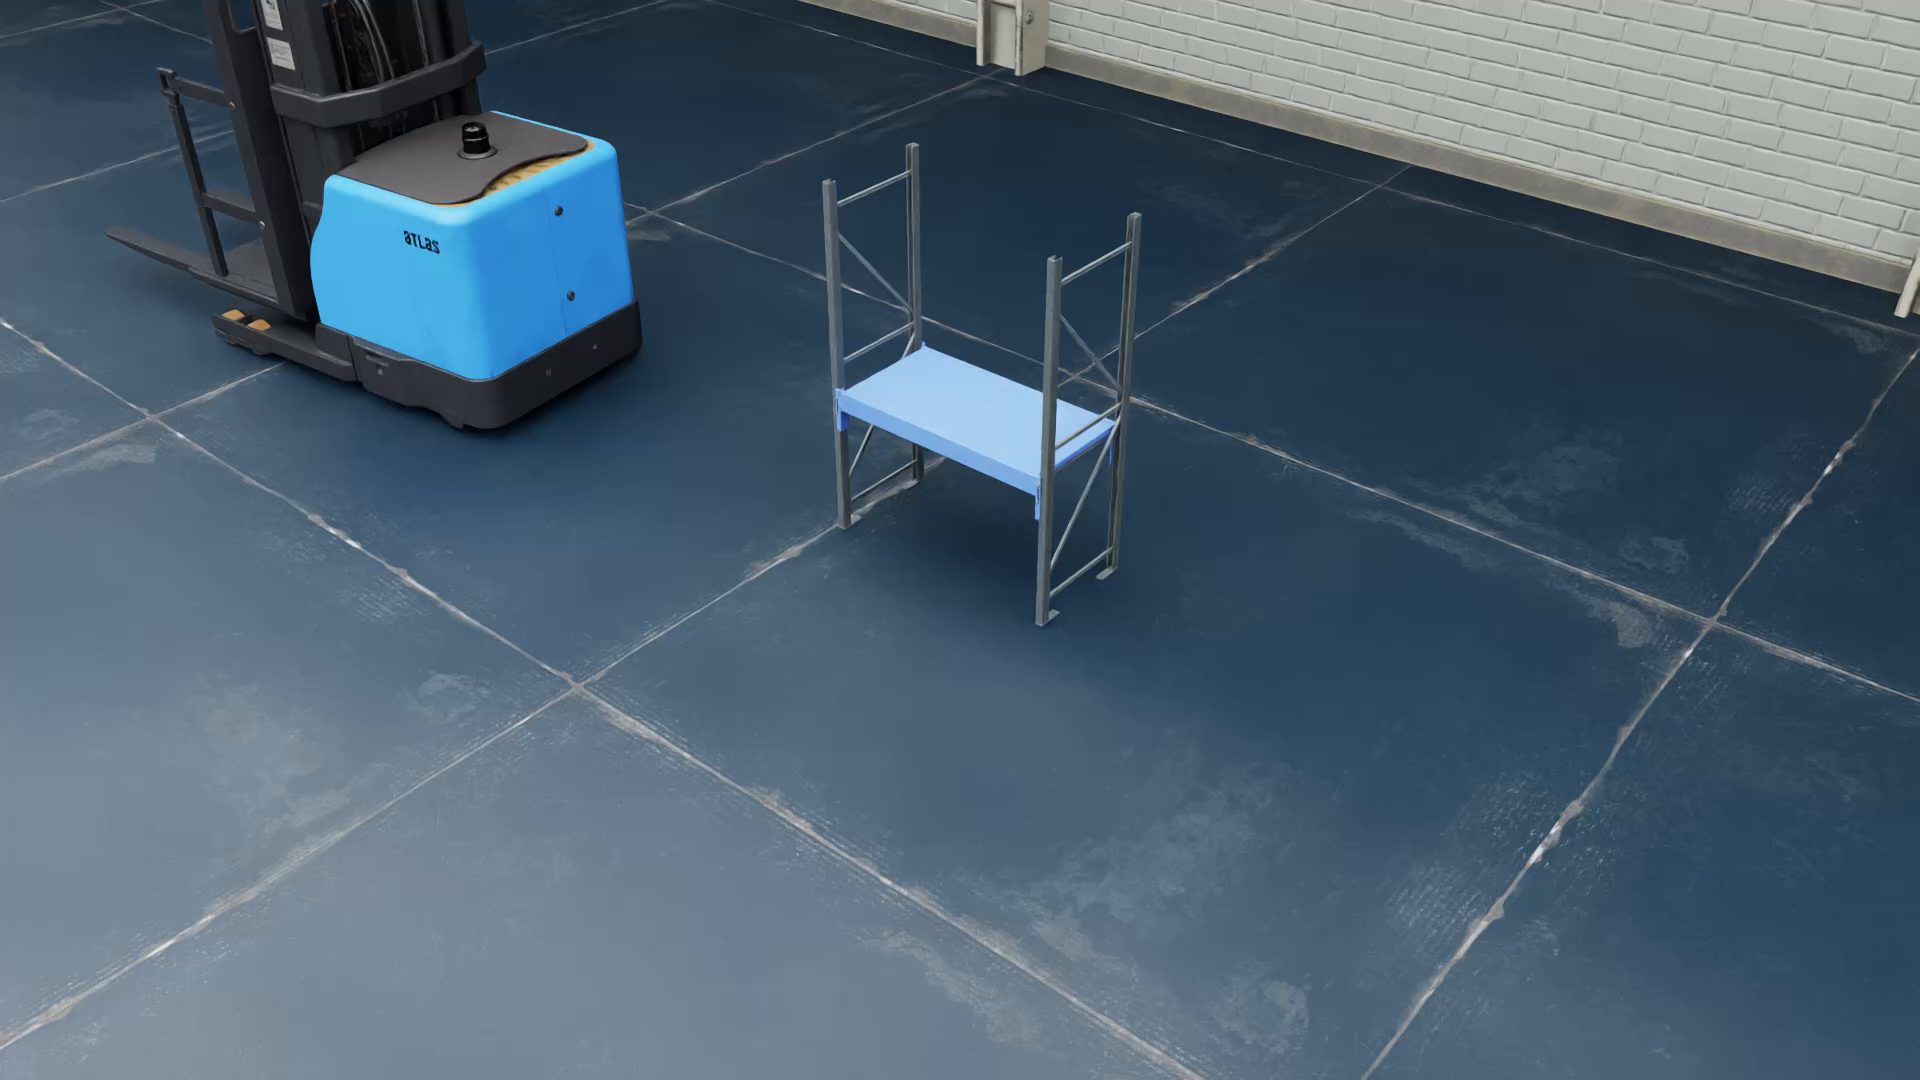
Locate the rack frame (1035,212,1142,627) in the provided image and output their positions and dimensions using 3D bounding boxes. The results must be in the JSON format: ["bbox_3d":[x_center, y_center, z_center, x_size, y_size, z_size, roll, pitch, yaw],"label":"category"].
[{"bbox_3d":[0.456,-0.403,6.012,0.032,1.500,0.500,25,42,32],"label":"rack frame"}]

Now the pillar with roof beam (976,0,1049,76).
[{"bbox_3d":[-2.394,-5.144,6.291,0.400,9.000,9.100,25,42,32],"label":"pillar with roof beam"}]

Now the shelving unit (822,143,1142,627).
[{"bbox_3d":[0.066,-0.587,6.280,1.048,1.500,0.538,25,42,32],"label":"shelving unit"}]

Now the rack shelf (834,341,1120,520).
[{"bbox_3d":[0.066,-0.439,6.382,1.000,0.185,0.538,25,42,32],"label":"rack shelf"}]

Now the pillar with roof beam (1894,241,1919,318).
[{"bbox_3d":[2.217,-2.970,3.126,0.400,9.000,9.100,25,42,32],"label":"pillar with roof beam"}]

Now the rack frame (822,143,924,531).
[{"bbox_3d":[-0.325,-0.771,6.549,0.032,1.500,0.500,25,42,32],"label":"rack frame"}]

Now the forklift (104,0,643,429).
[{"bbox_3d":[-3.039,-2.333,7.558,3.031,2.935,1.130,20,39,27],"label":"forklift"}]
